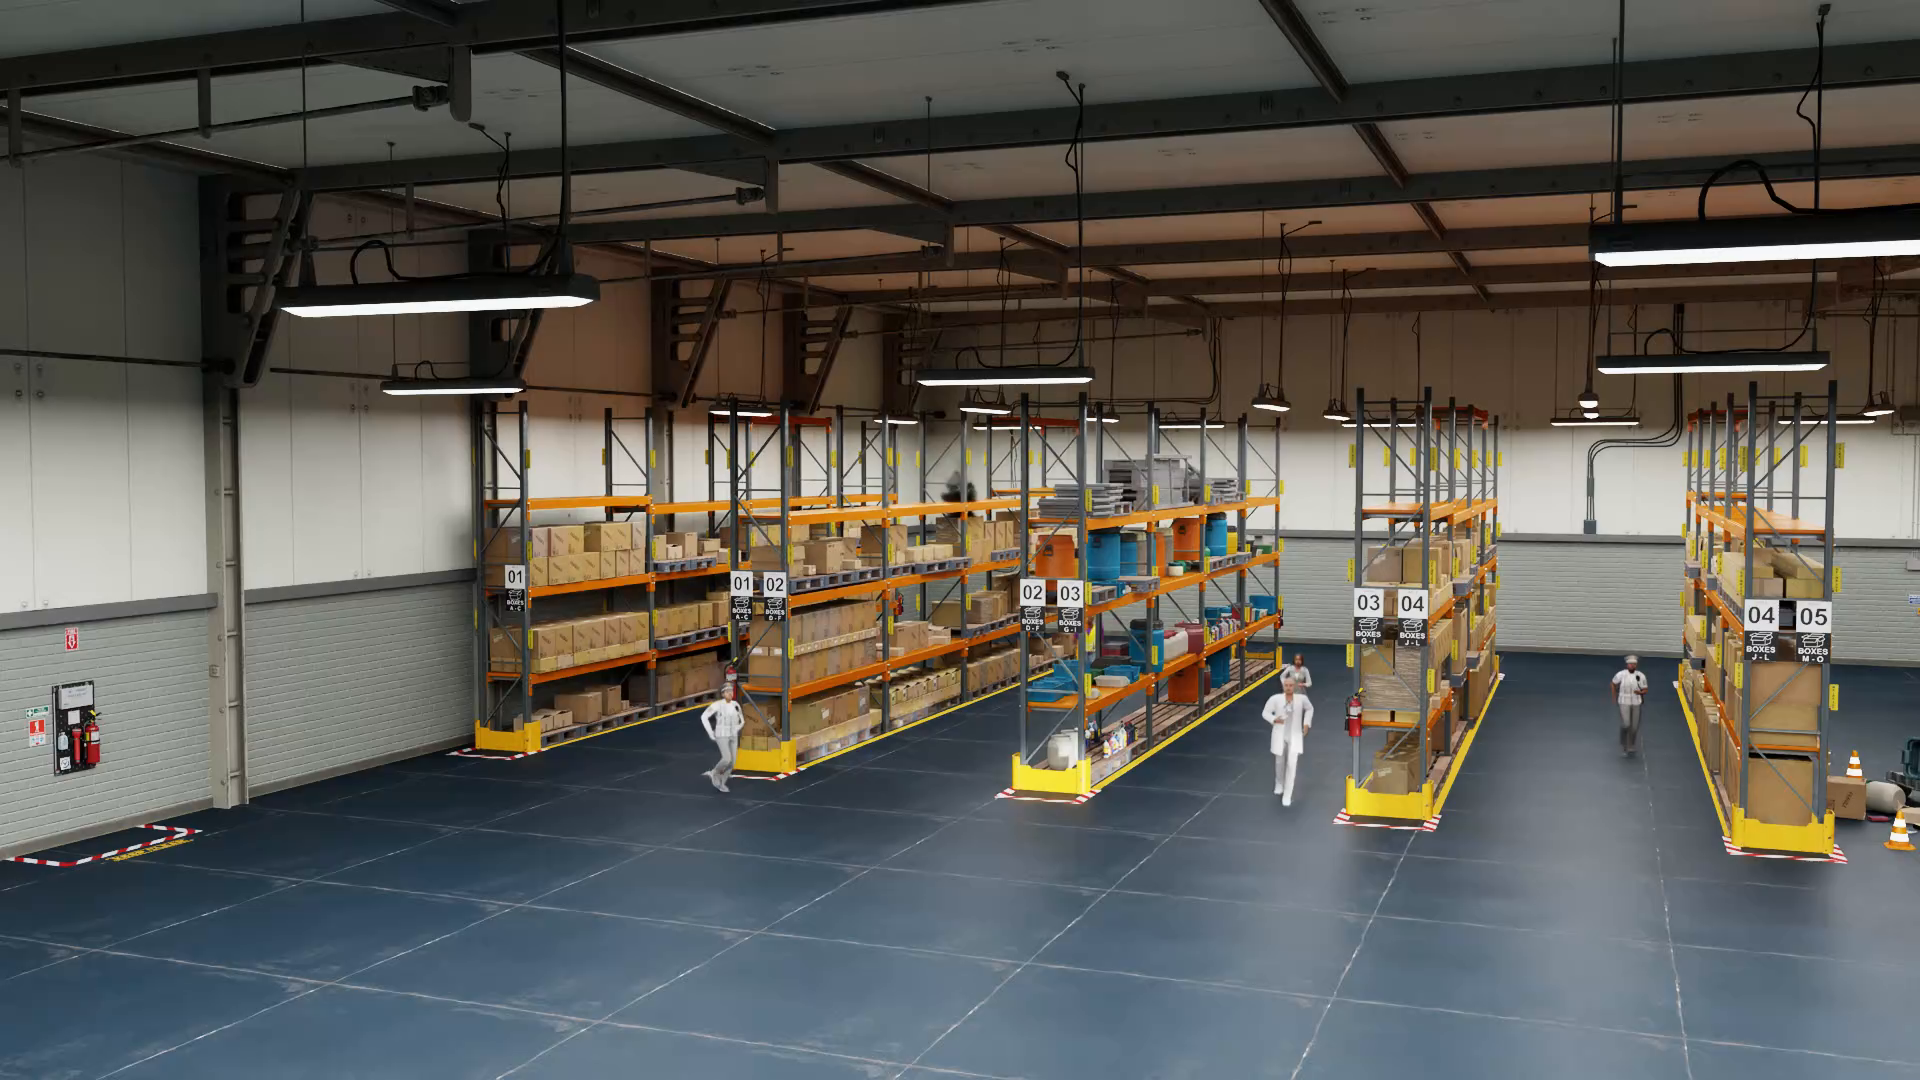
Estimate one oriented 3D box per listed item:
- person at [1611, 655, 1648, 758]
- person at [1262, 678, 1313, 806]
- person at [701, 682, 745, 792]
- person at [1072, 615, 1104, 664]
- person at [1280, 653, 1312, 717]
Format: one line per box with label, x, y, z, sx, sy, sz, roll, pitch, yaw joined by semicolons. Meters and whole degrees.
person;11.282;2.800;28.001;0.543;1.741;0.725;1;3;11
person;4.801;2.928;24.379;0.727;1.841;0.911;1;3;13
person;-3.503;2.961;24.990;0.629;1.646;0.505;-2;4;-40
person;2.746;2.399;35.645;0.691;1.719;0.584;0;3;6
person;5.901;2.779;29.175;0.519;1.585;0.625;0;3;5
